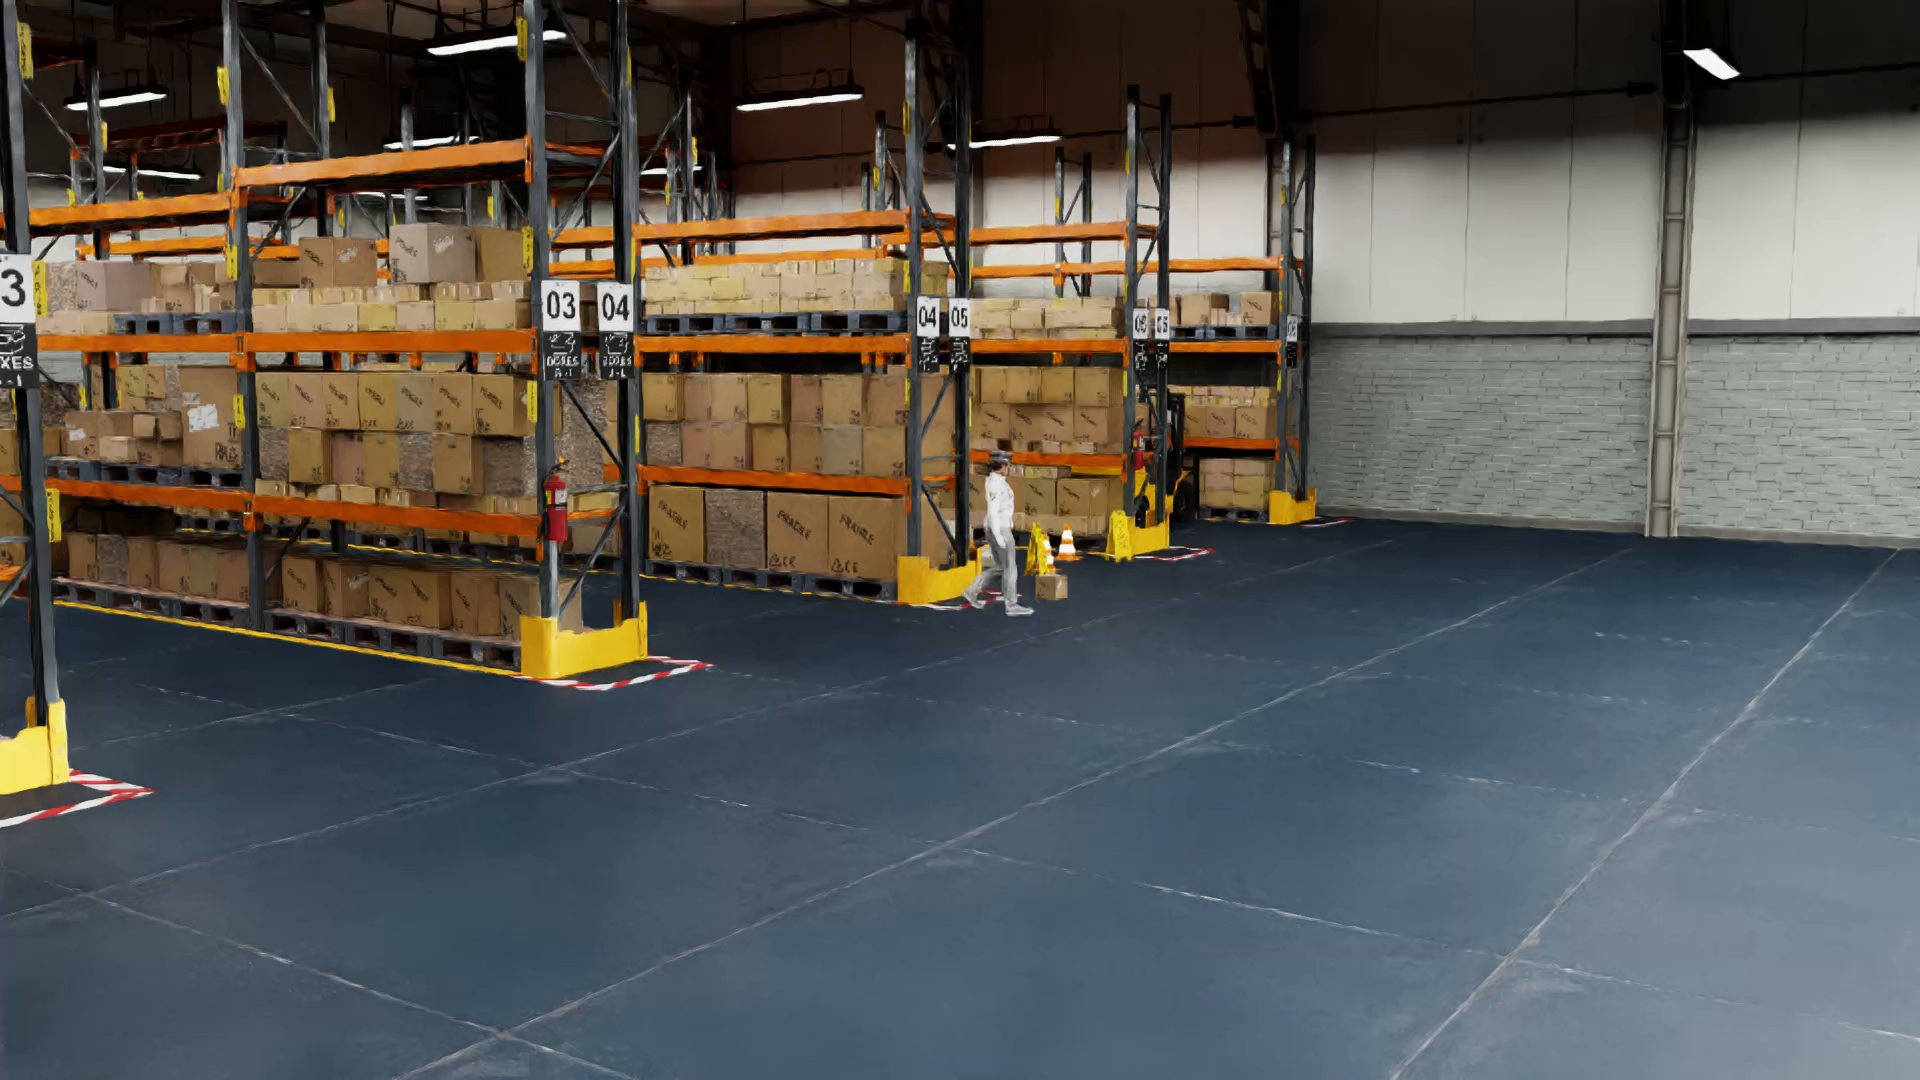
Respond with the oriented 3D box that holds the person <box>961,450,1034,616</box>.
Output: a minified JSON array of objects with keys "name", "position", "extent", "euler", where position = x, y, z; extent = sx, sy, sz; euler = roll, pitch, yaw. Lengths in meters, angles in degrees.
[{"name":"person","position":[0.362,-0.078,16.669],"extent":[0.698,1.639,0.534],"euler":[-2,7,-15]}]
